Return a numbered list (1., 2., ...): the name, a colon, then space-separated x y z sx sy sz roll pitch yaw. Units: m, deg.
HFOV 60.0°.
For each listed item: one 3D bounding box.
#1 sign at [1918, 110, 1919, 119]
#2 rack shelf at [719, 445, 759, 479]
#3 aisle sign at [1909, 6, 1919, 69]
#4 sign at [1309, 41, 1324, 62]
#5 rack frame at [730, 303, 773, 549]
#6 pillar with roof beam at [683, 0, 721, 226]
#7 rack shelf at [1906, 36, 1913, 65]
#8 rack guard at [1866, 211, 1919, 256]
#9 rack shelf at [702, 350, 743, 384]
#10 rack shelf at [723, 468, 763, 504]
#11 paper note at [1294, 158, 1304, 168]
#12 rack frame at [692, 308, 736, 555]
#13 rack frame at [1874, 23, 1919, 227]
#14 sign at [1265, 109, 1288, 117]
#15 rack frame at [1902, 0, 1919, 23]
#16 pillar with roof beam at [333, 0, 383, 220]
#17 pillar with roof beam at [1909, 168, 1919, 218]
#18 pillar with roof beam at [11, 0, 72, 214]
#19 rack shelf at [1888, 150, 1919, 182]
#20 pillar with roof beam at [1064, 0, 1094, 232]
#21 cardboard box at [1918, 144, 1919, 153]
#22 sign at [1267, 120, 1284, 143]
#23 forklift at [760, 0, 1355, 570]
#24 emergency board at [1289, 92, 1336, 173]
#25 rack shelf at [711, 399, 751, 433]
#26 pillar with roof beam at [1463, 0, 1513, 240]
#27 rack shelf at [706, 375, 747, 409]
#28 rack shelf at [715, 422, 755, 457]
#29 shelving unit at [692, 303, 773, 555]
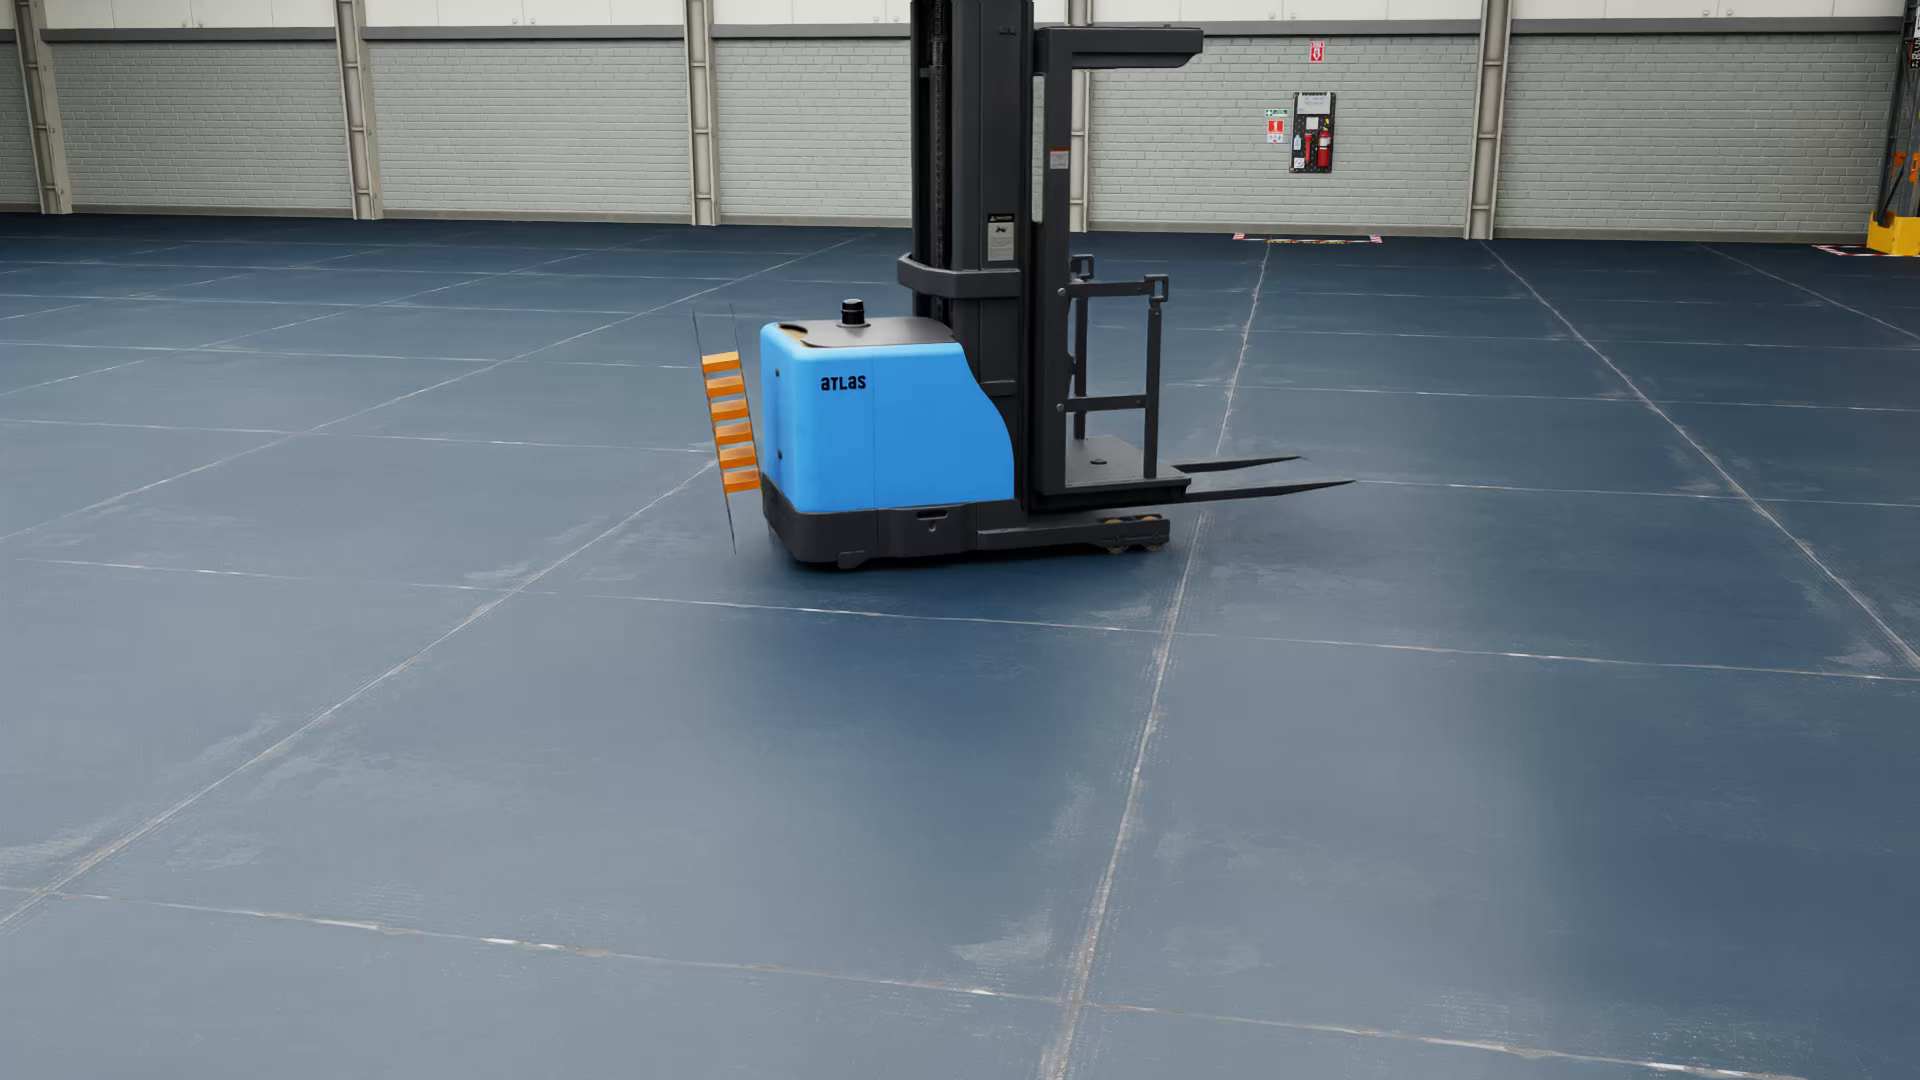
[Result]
1. sign: 12.576 -5.678 21.749 0.005 0.325 0.100 3 16 11
2. rack shelf: -1.095 -0.387 8.224 0.180 0.103 0.258 -10 17 -6
3. aisle sign: 12.554 -6.581 21.760 0.004 0.787 0.394 3 16 11
4. sign: 5.260 -7.196 24.508 0.199 0.298 0.001 3 16 11
5. rack frame: -1.027 -0.559 8.188 0.006 1.200 0.240 -10 17 -6
6. pillar with roof beam: -4.955 -8.314 21.650 0.400 9.000 9.100 3 16 11
7. rack shelf: 14.644 -6.395 21.688 4.000 0.370 1.077 3 16 11
8. rack guard: 12.758 -4.194 22.696 0.348 0.500 1.175 3 16 11
9. rack shelf: -1.158 -0.843 8.088 0.180 0.103 0.258 -10 17 -6
10. rack shelf: -1.079 -0.273 8.259 0.180 0.103 0.258 -10 17 -6
11. paper note: 5.089 -5.655 24.939 0.142 0.148 0.016 3 16 11
12. rack frame: -1.206 -0.528 8.168 0.006 1.200 0.240 -10 17 -6
13. rack frame: 12.684 -5.403 22.377 0.127 3.000 1.000 3 16 11
14. sign: 4.730 -6.379 24.841 0.331 0.109 0.001 3 16 11
15. rack frame: 12.684 -8.294 21.576 0.127 3.000 1.000 3 16 11
16. pillar with roof beam: -10.834 -8.633 22.802 0.400 9.000 9.100 3 16 11
17. pillar with roof beam: 12.684 -7.357 18.193 0.400 9.000 9.100 3 16 11
18. pillar with roof beam: -16.714 -8.953 23.954 0.400 9.000 9.100 3 16 11
19. rack shelf: 14.644 -4.950 22.089 4.000 0.370 1.077 3 16 11
20. pillar with roof beam: 0.925 -7.995 20.497 0.400 9.000 9.100 3 16 11
21. cardboard box: 13.181 -5.366 22.487 0.500 0.250 0.500 3 16 12
22. sign: 4.727 -6.126 24.921 0.234 0.329 0.001 3 16 11
23. forklift: 0.546 -1.479 8.341 3.031 2.935 1.130 -5 16 -16
24. emergency board: 5.248 -6.052 24.722 0.643 1.169 0.194 3 16 11
25. rack shelf: -1.126 -0.615 8.156 0.180 0.103 0.258 -10 17 -6
26. pillar with roof beam: 6.805 -7.676 19.345 0.400 9.000 9.100 3 16 11
27. rack shelf: -1.142 -0.729 8.122 0.180 0.103 0.258 -10 17 -6
28. rack shelf: -1.110 -0.501 8.190 0.180 0.103 0.258 -10 17 -6
29. shelving unit: -1.116 -0.543 8.178 0.189 1.200 0.258 -10 17 -6
